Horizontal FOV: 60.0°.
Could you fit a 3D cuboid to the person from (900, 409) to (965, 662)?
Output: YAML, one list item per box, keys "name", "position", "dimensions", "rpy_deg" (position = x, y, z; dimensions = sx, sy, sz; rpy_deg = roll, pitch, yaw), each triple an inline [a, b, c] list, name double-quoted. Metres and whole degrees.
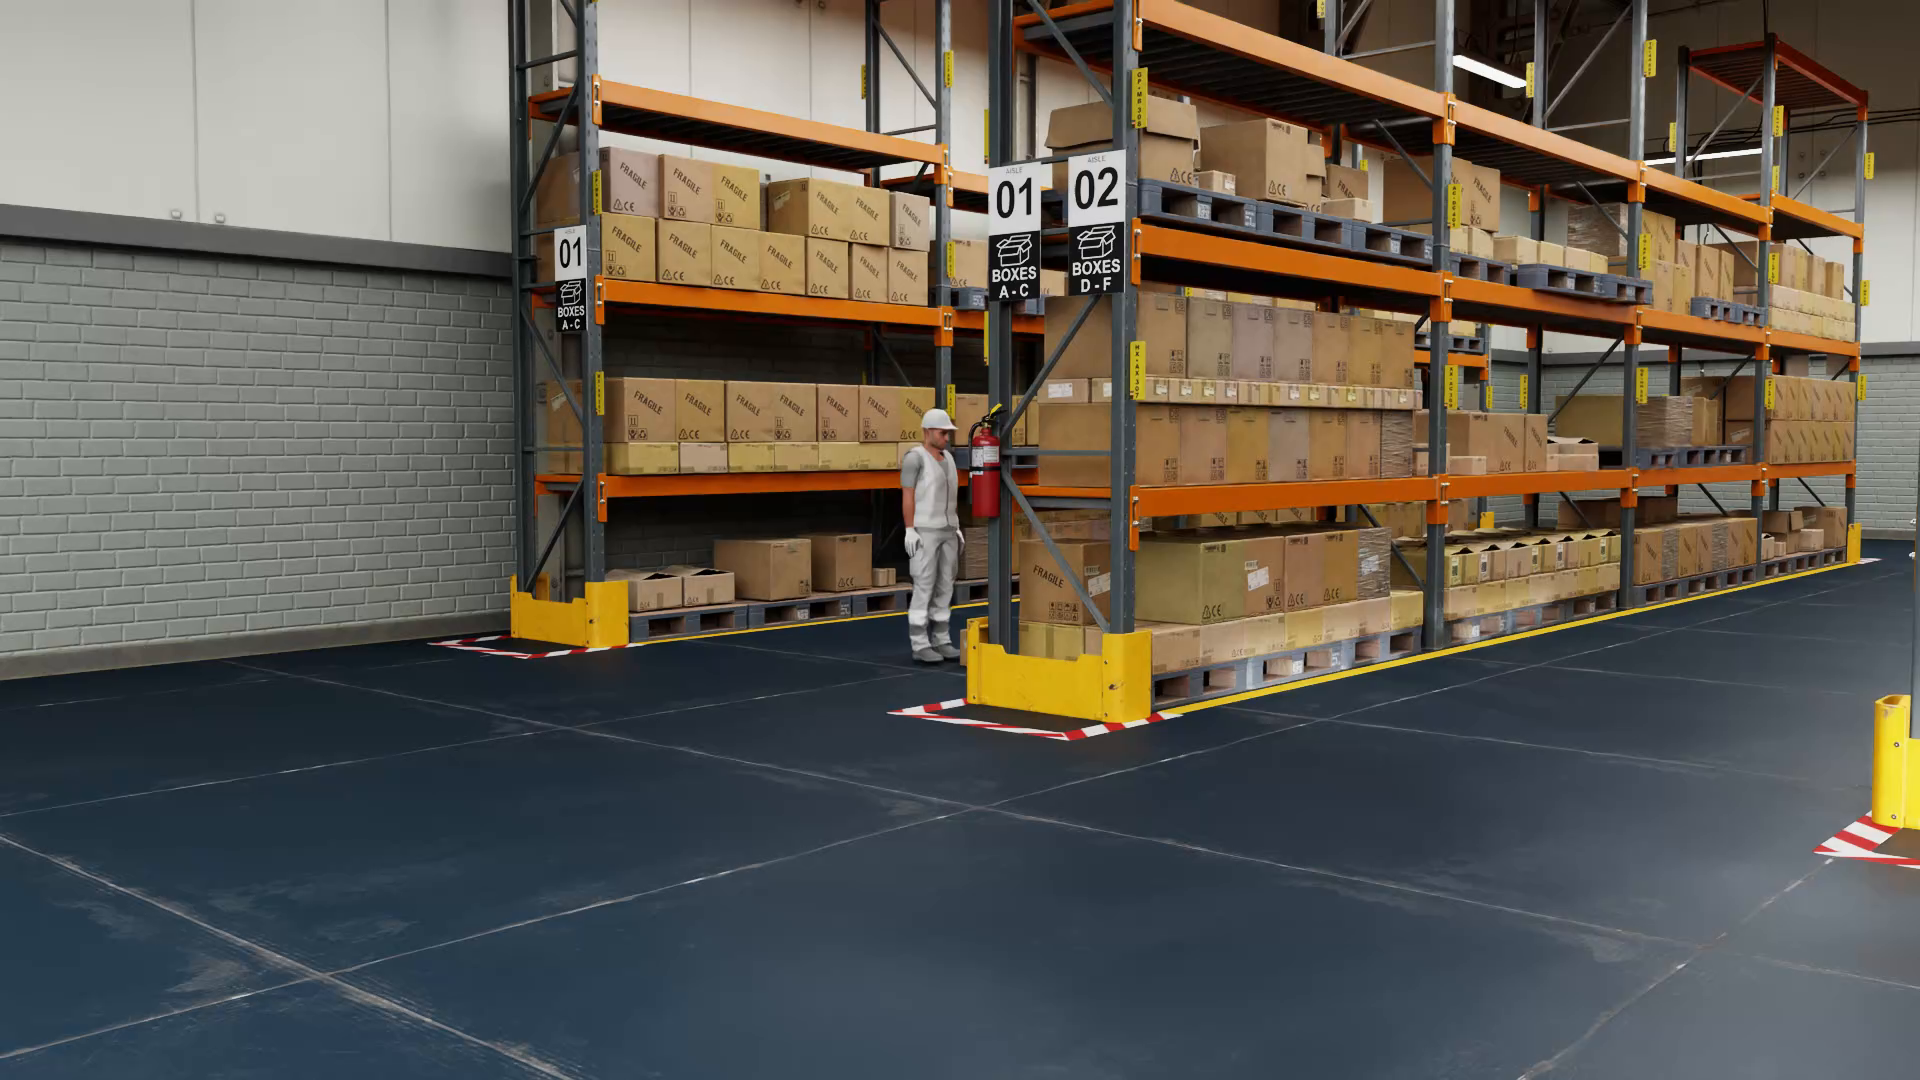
- name: "person"
  position: [-0.158, -0.042, 11.945]
  dimensions: [0.413, 1.789, 0.535]
  rpy_deg: [3, 5, 41]
